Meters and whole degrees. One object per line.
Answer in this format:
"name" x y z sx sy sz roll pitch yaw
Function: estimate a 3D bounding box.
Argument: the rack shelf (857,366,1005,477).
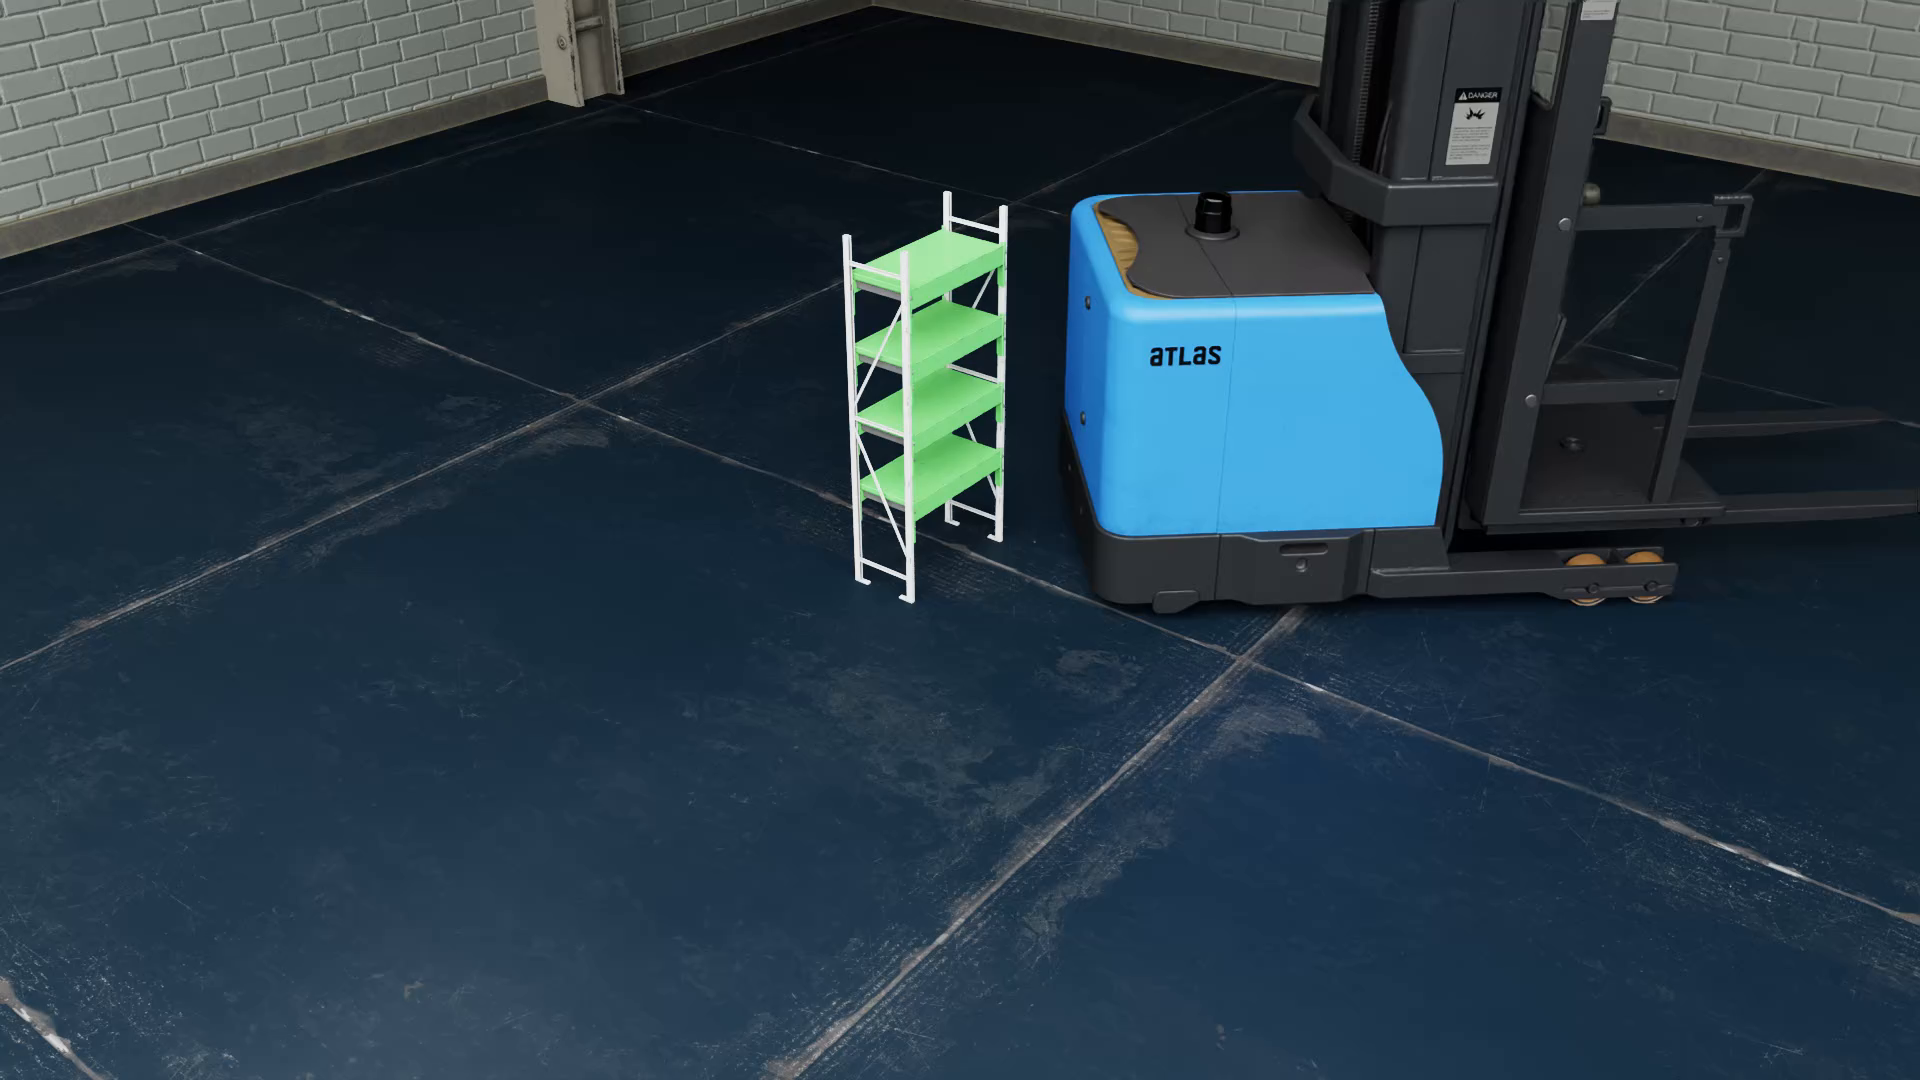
"rack shelf" -0.100 -0.394 5.363 0.258 0.148 0.480 21 37 31

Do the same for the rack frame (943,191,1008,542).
"rack frame" 0.047 -0.548 5.498 0.240 1.200 0.015 21 37 31

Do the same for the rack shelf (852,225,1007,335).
"rack shelf" -0.100 -0.807 5.118 0.258 0.148 0.480 21 37 31

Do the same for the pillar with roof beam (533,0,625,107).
"pillar with roof beam" 1.075 -5.342 5.937 9.100 9.000 0.400 21 37 31

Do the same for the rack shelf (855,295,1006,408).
"rack shelf" -0.100 -0.600 5.241 0.258 0.148 0.480 21 37 31

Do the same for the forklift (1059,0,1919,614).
"forklift" 1.903 -1.315 5.095 3.031 2.935 1.130 -2 31 -4

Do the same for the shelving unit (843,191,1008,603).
"shelving unit" -0.100 -0.449 5.331 0.258 1.200 0.503 21 37 31

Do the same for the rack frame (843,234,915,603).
"rack frame" -0.247 -0.350 5.163 0.240 1.200 0.015 21 37 31

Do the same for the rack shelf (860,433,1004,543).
"rack shelf" -0.100 -0.187 5.485 0.258 0.148 0.480 21 37 31
